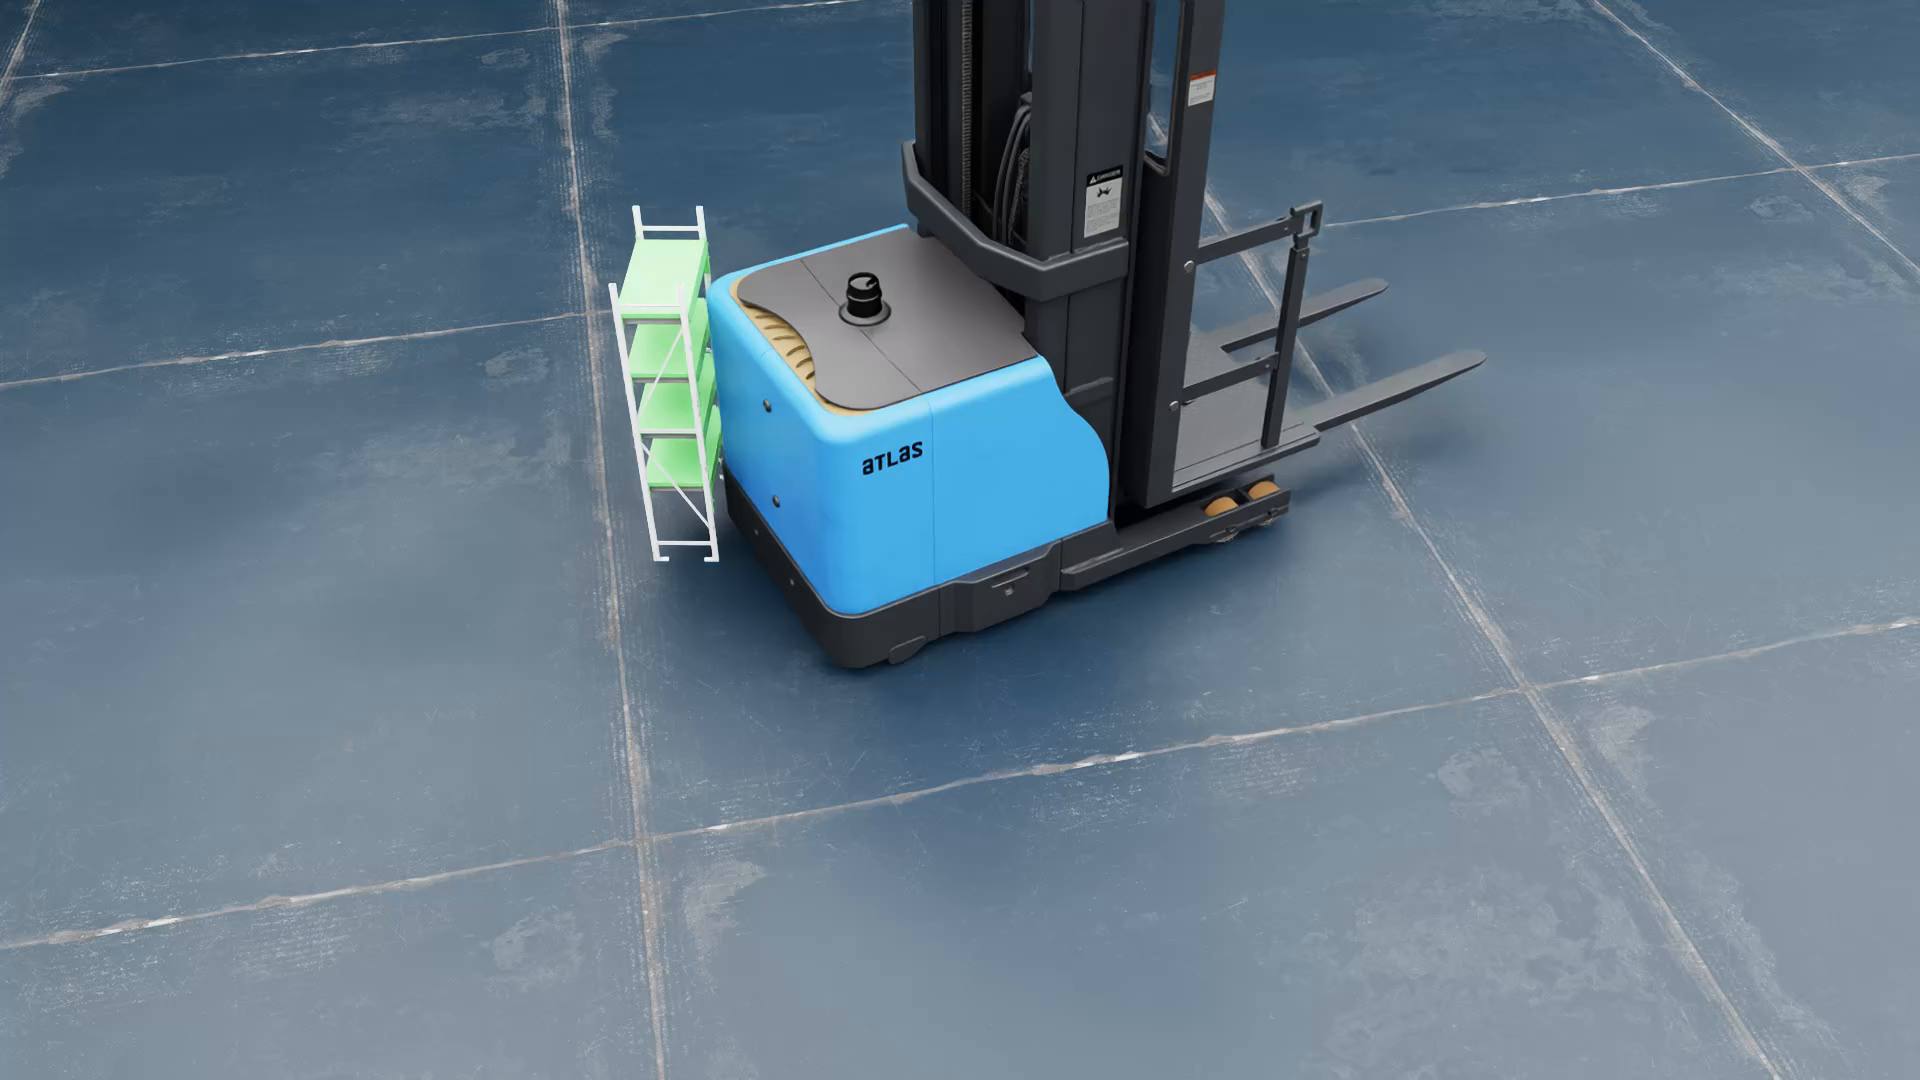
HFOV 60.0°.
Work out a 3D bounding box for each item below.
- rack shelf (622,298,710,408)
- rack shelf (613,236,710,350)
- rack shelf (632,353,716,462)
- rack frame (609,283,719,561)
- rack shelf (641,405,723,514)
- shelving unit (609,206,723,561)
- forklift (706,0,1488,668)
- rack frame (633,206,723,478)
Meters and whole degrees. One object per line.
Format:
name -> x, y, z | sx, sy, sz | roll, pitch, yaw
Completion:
rack shelf -> -1.011, -0.669, 5.834 | 0.258, 0.148, 0.480 | 0, 42, 0
rack shelf -> -1.011, -0.848, 5.675 | 0.258, 0.148, 0.480 | 0, 42, 0
rack shelf -> -1.011, -0.489, 5.994 | 0.258, 0.148, 0.480 | 0, 42, 0
rack frame -> -1.013, -0.375, 5.769 | 0.240, 1.200, 0.015 | 0, 42, 0
rack shelf -> -1.011, -0.310, 6.153 | 0.258, 0.148, 0.480 | 0, 42, 0
shelving unit -> -1.011, -0.537, 5.951 | 0.258, 1.200, 0.503 | 0, 42, 0
forklift -> 0.663, -1.376, 5.592 | 3.031, 2.935, 1.130 | -20, 46, -21
rack frame -> -1.009, -0.699, 6.134 | 0.240, 1.200, 0.015 | 0, 42, 0
